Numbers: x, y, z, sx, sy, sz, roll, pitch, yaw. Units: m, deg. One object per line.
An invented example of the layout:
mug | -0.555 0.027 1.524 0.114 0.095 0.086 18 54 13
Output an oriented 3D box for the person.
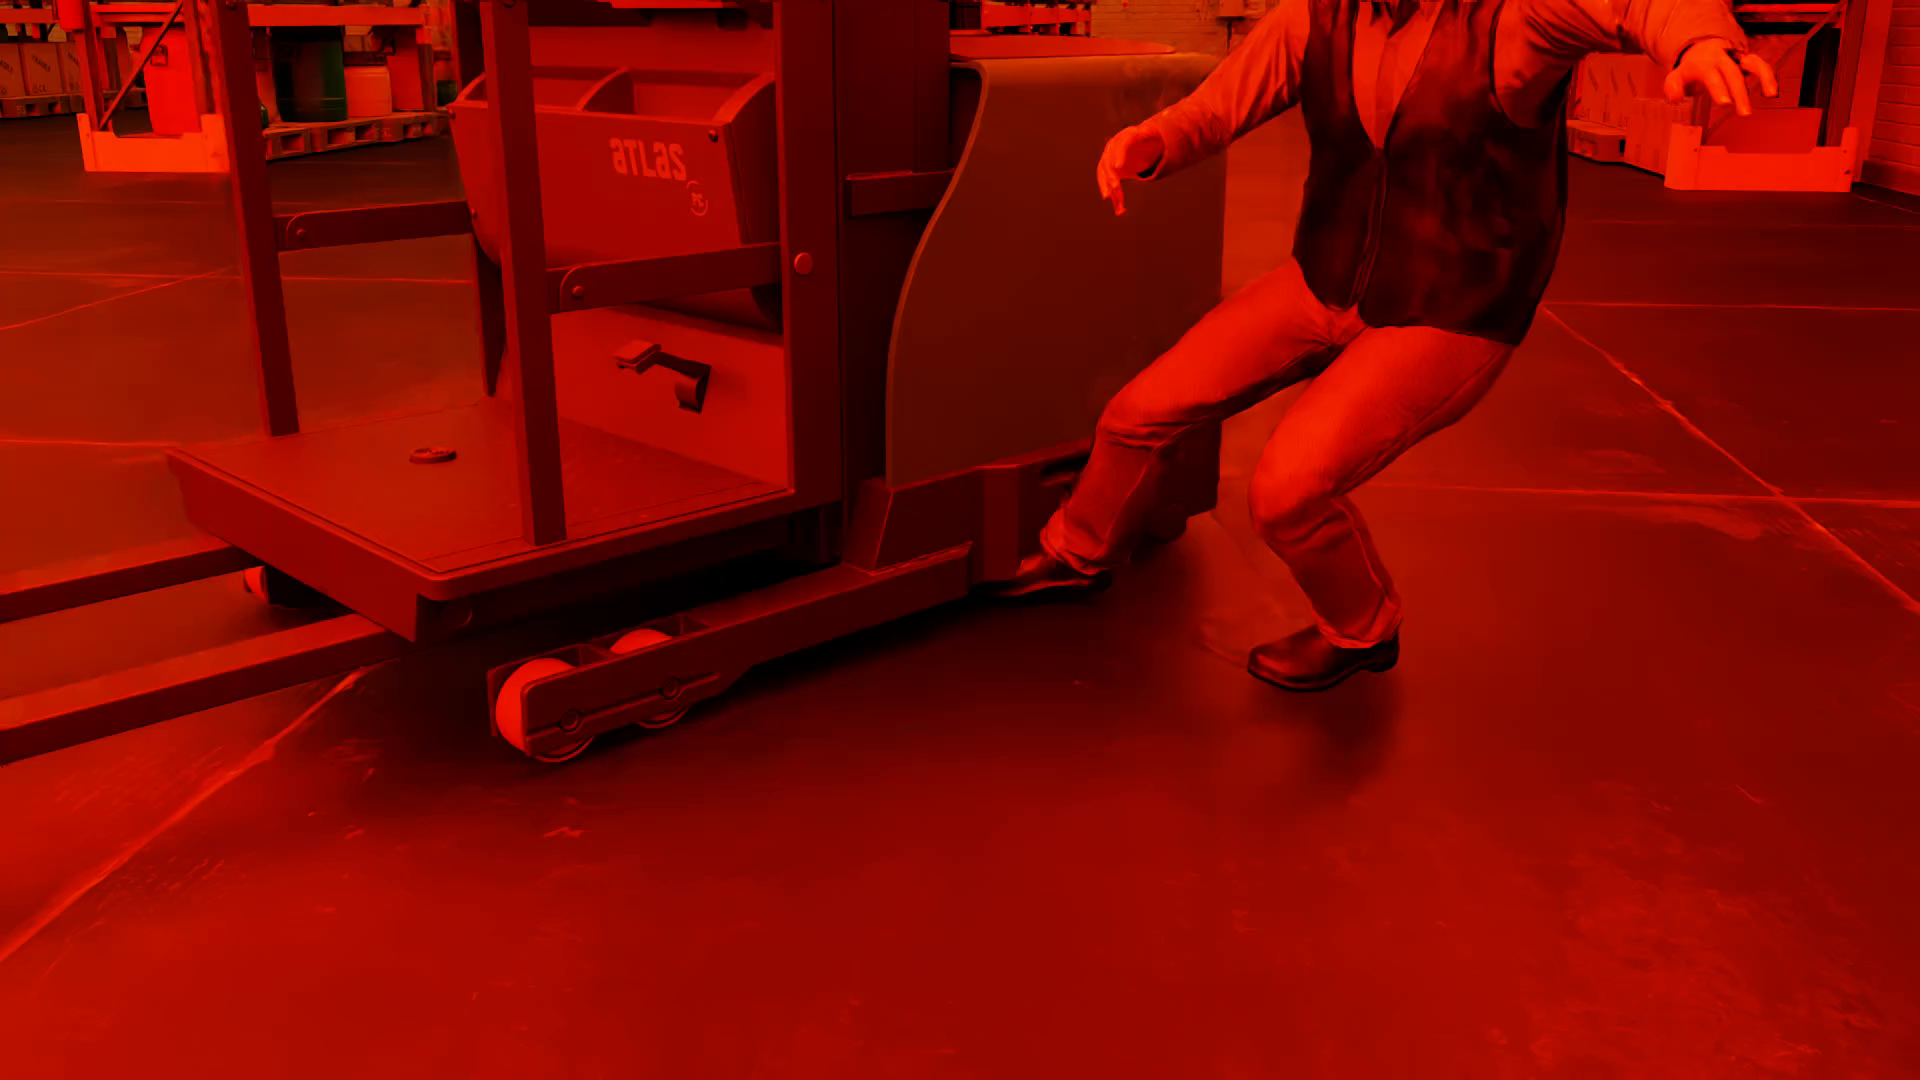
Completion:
person | 0.596 -0.416 2.736 1.523 1.455 0.785 16 24 41

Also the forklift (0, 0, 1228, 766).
forklift | -0.809 -1.213 2.800 3.031 2.935 1.130 -16 24 -42
